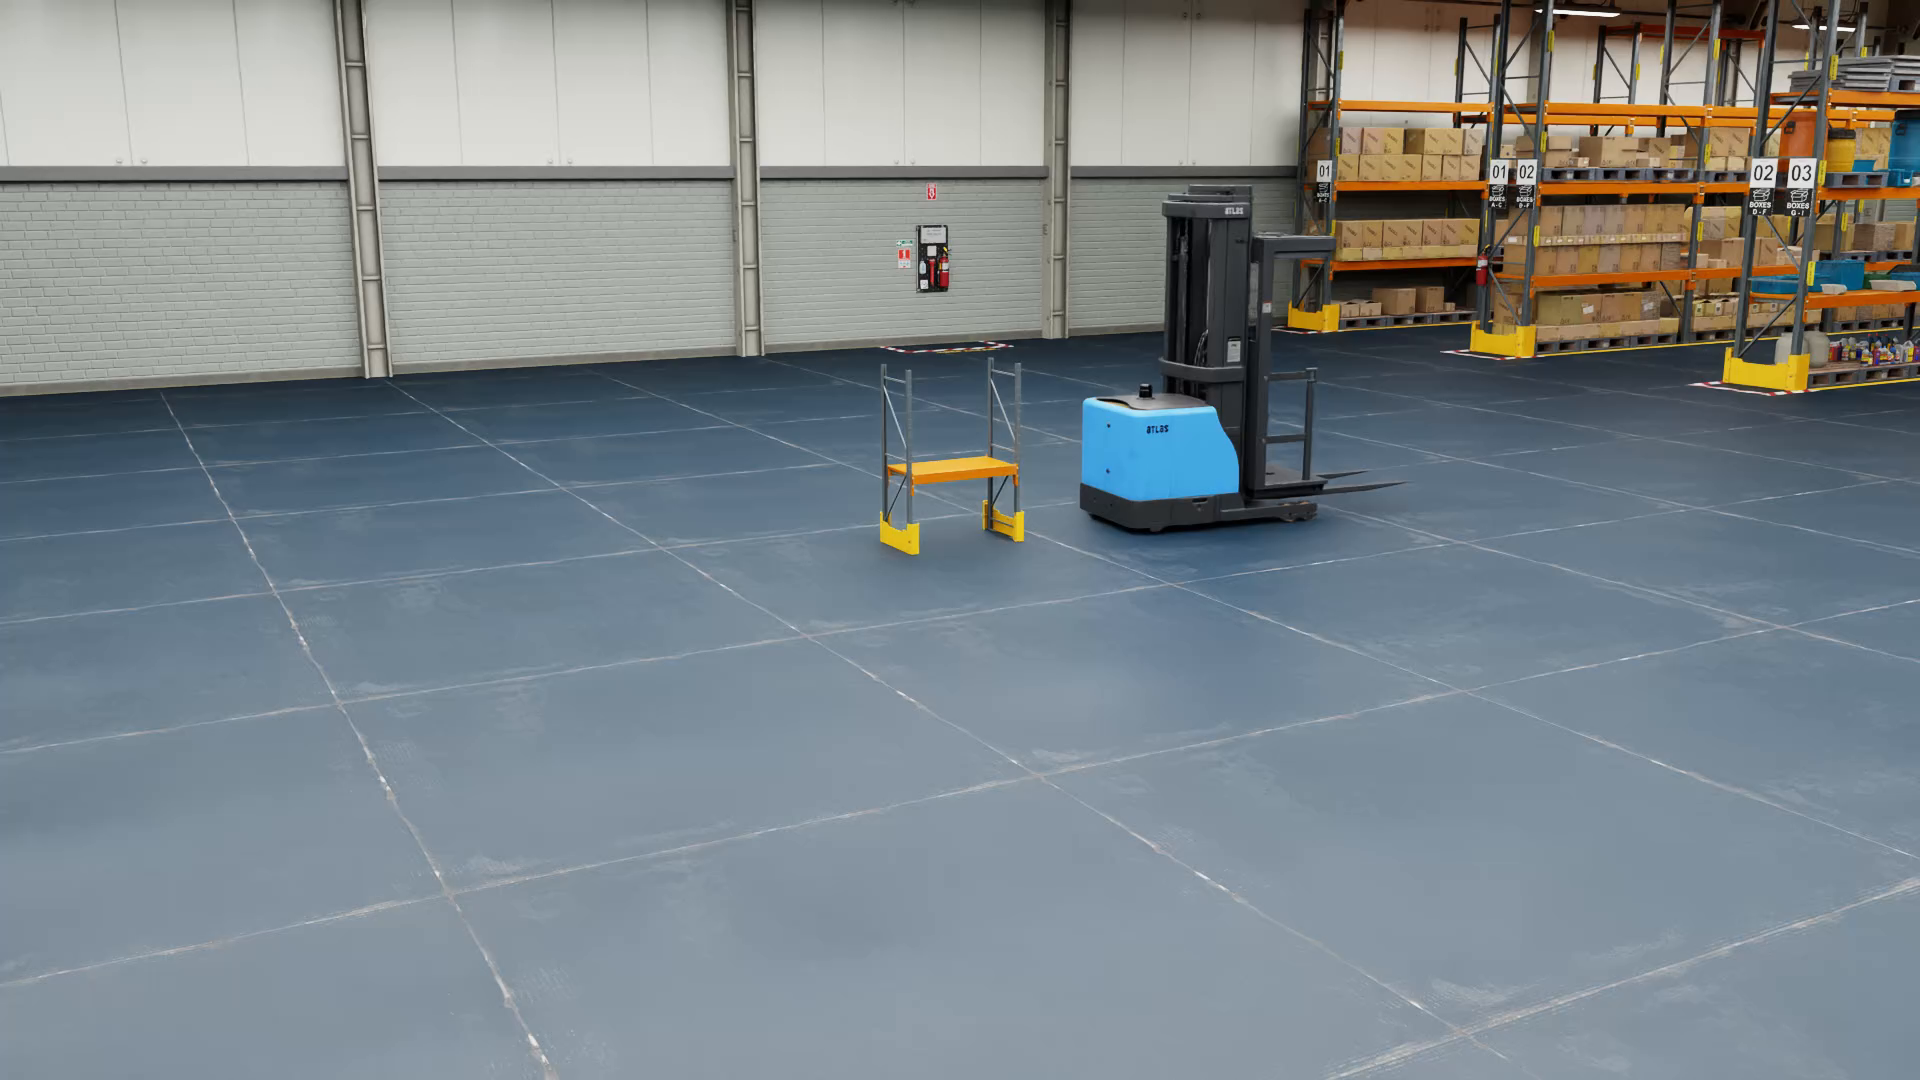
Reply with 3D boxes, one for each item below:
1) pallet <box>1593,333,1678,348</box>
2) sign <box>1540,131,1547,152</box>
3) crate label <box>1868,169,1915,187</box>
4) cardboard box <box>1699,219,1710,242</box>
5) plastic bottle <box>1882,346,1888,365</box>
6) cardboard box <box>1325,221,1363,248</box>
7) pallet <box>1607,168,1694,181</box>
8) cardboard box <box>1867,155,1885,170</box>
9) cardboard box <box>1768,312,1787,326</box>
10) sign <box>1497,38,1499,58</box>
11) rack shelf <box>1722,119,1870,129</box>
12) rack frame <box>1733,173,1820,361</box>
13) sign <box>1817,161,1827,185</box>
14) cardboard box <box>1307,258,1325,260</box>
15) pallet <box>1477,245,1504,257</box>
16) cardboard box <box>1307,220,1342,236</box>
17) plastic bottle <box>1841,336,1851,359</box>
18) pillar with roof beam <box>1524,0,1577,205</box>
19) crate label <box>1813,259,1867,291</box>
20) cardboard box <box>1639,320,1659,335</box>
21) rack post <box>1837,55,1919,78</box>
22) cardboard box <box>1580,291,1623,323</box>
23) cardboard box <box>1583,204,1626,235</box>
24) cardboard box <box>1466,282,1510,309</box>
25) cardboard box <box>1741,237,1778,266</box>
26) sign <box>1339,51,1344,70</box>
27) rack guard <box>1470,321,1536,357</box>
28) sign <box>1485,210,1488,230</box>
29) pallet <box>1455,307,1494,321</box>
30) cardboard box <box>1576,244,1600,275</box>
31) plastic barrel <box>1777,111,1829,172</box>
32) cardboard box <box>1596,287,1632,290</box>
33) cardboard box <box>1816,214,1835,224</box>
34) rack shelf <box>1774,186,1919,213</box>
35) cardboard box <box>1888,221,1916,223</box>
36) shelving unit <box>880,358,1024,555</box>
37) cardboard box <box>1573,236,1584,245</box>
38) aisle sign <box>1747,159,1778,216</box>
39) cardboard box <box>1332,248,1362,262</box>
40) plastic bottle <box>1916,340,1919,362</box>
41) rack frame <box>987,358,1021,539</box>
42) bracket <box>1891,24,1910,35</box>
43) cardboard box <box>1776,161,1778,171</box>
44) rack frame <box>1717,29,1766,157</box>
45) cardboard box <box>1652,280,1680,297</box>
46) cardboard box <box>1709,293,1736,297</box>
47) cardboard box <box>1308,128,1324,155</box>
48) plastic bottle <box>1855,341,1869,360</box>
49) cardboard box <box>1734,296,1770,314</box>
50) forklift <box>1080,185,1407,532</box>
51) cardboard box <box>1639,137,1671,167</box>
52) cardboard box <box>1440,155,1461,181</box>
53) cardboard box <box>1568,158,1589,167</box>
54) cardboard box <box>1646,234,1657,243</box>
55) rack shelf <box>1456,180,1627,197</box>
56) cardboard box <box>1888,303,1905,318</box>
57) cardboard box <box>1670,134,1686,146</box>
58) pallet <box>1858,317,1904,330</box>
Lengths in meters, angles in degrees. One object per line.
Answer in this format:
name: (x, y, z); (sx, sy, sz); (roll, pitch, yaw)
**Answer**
pallet: (11.986, -3.615, 29.692); (1.213, 0.211, 1.003); (-7, 14, -28)
sign: (9.453, -6.451, 26.940); (0.005, 0.325, 0.100); (-7, 14, -28)
crate label: (13.364, -5.199, 23.887); (0.408, 0.251, 0.502); (-7, 14, -28)
cardboard box: (16.176, -6.847, 36.749); (0.500, 0.500, 0.500); (-7, 14, -28)
plastic bottle: (13.692, -2.736, 24.647); (0.097, 0.271, 0.097); (0, 13, 0)
cardboard box: (7.379, -5.879, 31.990); (0.500, 0.500, 0.500); (-7, 14, -28)
pallet: (11.967, -6.377, 28.981); (1.213, 0.211, 1.003); (-7, 14, -28)
cardboard box: (17.029, -7.090, 31.722); (0.500, 0.500, 0.910); (-7, 14, -28)
cardboard box: (14.976, -4.126, 30.916); (0.500, 0.250, 0.500); (-6, 14, -27)
sign: (8.945, -8.157, 27.553); (0.005, 0.325, 0.100); (-7, 14, -28)
rack shelf: (19.104, -9.438, 38.101); (4.000, 0.370, 1.077); (-7, 14, -28)
rack frame: (11.563, -3.675, 23.608); (0.127, 3.000, 1.000); (-7, 14, -28)
sign: (11.823, -5.037, 22.805); (0.005, 0.325, 0.100); (-7, 14, -28)
cardboard box: (7.133, -5.608, 32.491); (0.500, 0.250, 0.500); (-7, 14, -27)
pallet: (11.067, -5.964, 34.216); (1.213, 0.211, 1.003); (-7, 14, -28)
cardboard box: (7.128, -5.978, 32.426); (0.500, 0.500, 0.500); (-7, 14, -28)
plastic bottle: (13.464, -2.929, 25.325); (0.185, 0.351, 0.144); (-6, 14, -26)
pillar with roof beam: (14.345, -8.553, 31.620); (0.548, 9.000, 9.100); (-7, 14, -28)
crate label: (13.049, -3.938, 24.697); (0.616, 0.435, 0.502); (-7, 14, -28)
cardboard box: (11.958, -3.773, 29.348); (0.500, 0.250, 0.500); (-7, 14, -28)
rack post: (13.248, -6.775, 23.891); (0.954, 0.300, 0.937); (-7, 15, -29)
cardboard box: (11.088, -4.030, 28.784); (0.500, 0.500, 0.500); (-7, 14, -28)
cardboard box: (10.996, -5.526, 28.651); (0.500, 0.500, 0.700); (-7, 14, -28)
cardboard box: (10.965, -5.081, 34.546); (0.500, 0.500, 0.700); (-6, 14, -26)
cardboard box: (14.750, -5.341, 30.782); (0.500, 0.500, 0.500); (-8, 15, -31)
sign: (7.076, -8.901, 30.857); (0.005, 0.325, 0.100); (-7, 14, -28)
rack guard: (9.172, -3.408, 28.115); (0.348, 0.500, 1.175); (-7, 14, -28)
sign: (8.945, -5.417, 28.170); (0.005, 0.325, 0.100); (-7, 14, -28)
pallet: (11.009, -4.727, 34.633); (1.213, 0.211, 1.003); (-7, 14, -28)
cardboard box: (10.506, -4.833, 28.525); (0.500, 0.500, 0.700); (-7, 14, -27)
plastic barrel: (11.928, -5.629, 23.522); (0.708, 0.830, 0.600); (-7, 14, -28)
cardboard box: (11.711, -4.238, 29.706); (0.500, 0.500, 0.500); (-7, 14, -28)
cardboard box: (19.784, -7.280, 38.942); (0.700, 0.700, 0.980); (-7, 14, -28)
rack shelf: (13.318, -4.998, 24.293); (4.000, 0.370, 1.077); (-7, 14, -28)
cardboard box: (18.629, -6.055, 32.999); (0.500, 0.500, 0.700); (-4, 13, -19)
shelving unit: (-0.067, -0.724, 13.909); (1.083, 1.500, 0.587); (-7, 14, -28)
cardboard box: (10.313, -5.076, 28.126); (0.250, 0.149, 0.380); (-7, 14, -29)
aisle sign: (11.357, -4.993, 23.544); (0.004, 0.787, 0.394); (-7, 14, -28)
cardboard box: (7.396, -5.511, 32.062); (0.500, 0.250, 0.500); (-7, 15, -29)
plastic bottle: (14.478, -2.875, 25.083); (0.185, 0.351, 0.144); (-8, 15, -31)
rack frame: (0.371, -0.776, 14.142); (0.032, 1.500, 0.500); (-7, 14, -28)
bracket: (22.621, -12.289, 40.022); (0.430, 0.232, 0.235); (-7, 14, -28)
cardboard box: (14.884, -6.892, 30.454); (0.500, 0.250, 0.500); (-7, 15, -29)
rack frame: (17.349, -9.774, 37.043); (0.127, 3.000, 1.000); (-7, 14, -28)
cardboard box: (15.318, -5.725, 36.657); (0.750, 0.750, 0.750); (-7, 14, -28)
cardboard box: (14.257, -4.446, 31.062); (0.500, 0.311, 0.500); (-7, 14, -29)
cardboard box: (7.069, -7.690, 32.065); (0.500, 0.500, 0.500); (-6, 14, -25)
plastic bottle: (13.721, -2.887, 25.305); (0.135, 0.276, 0.152); (-7, 14, -28)
cardboard box: (14.535, -4.346, 30.615); (0.500, 0.311, 0.500); (-6, 14, -26)
forklift: (2.649, -1.688, 14.933); (3.031, 2.935, 1.130); (-5, 14, -23)
cardboard box: (12.135, -6.834, 29.310); (0.500, 0.500, 0.500); (-6, 14, -23)
cardboard box: (9.552, -7.376, 32.946); (0.500, 0.500, 0.500); (-8, 15, -33)
cardboard box: (10.310, -6.334, 27.888); (0.250, 0.149, 0.380); (-7, 14, -28)
cardboard box: (11.891, -5.265, 28.967); (0.250, 0.149, 0.380); (-7, 14, -28)
rack shelf: (12.082, -7.328, 34.646); (4.000, 0.370, 1.077); (-7, 14, -28)
cardboard box: (18.106, -4.624, 32.514); (0.500, 0.500, 0.500); (-7, 15, -30)
cardboard box: (16.036, -8.811, 36.661); (0.500, 0.250, 0.500); (-7, 15, -30)
pallet: (17.958, -4.310, 32.781); (1.213, 0.211, 1.003); (-7, 14, -28)
